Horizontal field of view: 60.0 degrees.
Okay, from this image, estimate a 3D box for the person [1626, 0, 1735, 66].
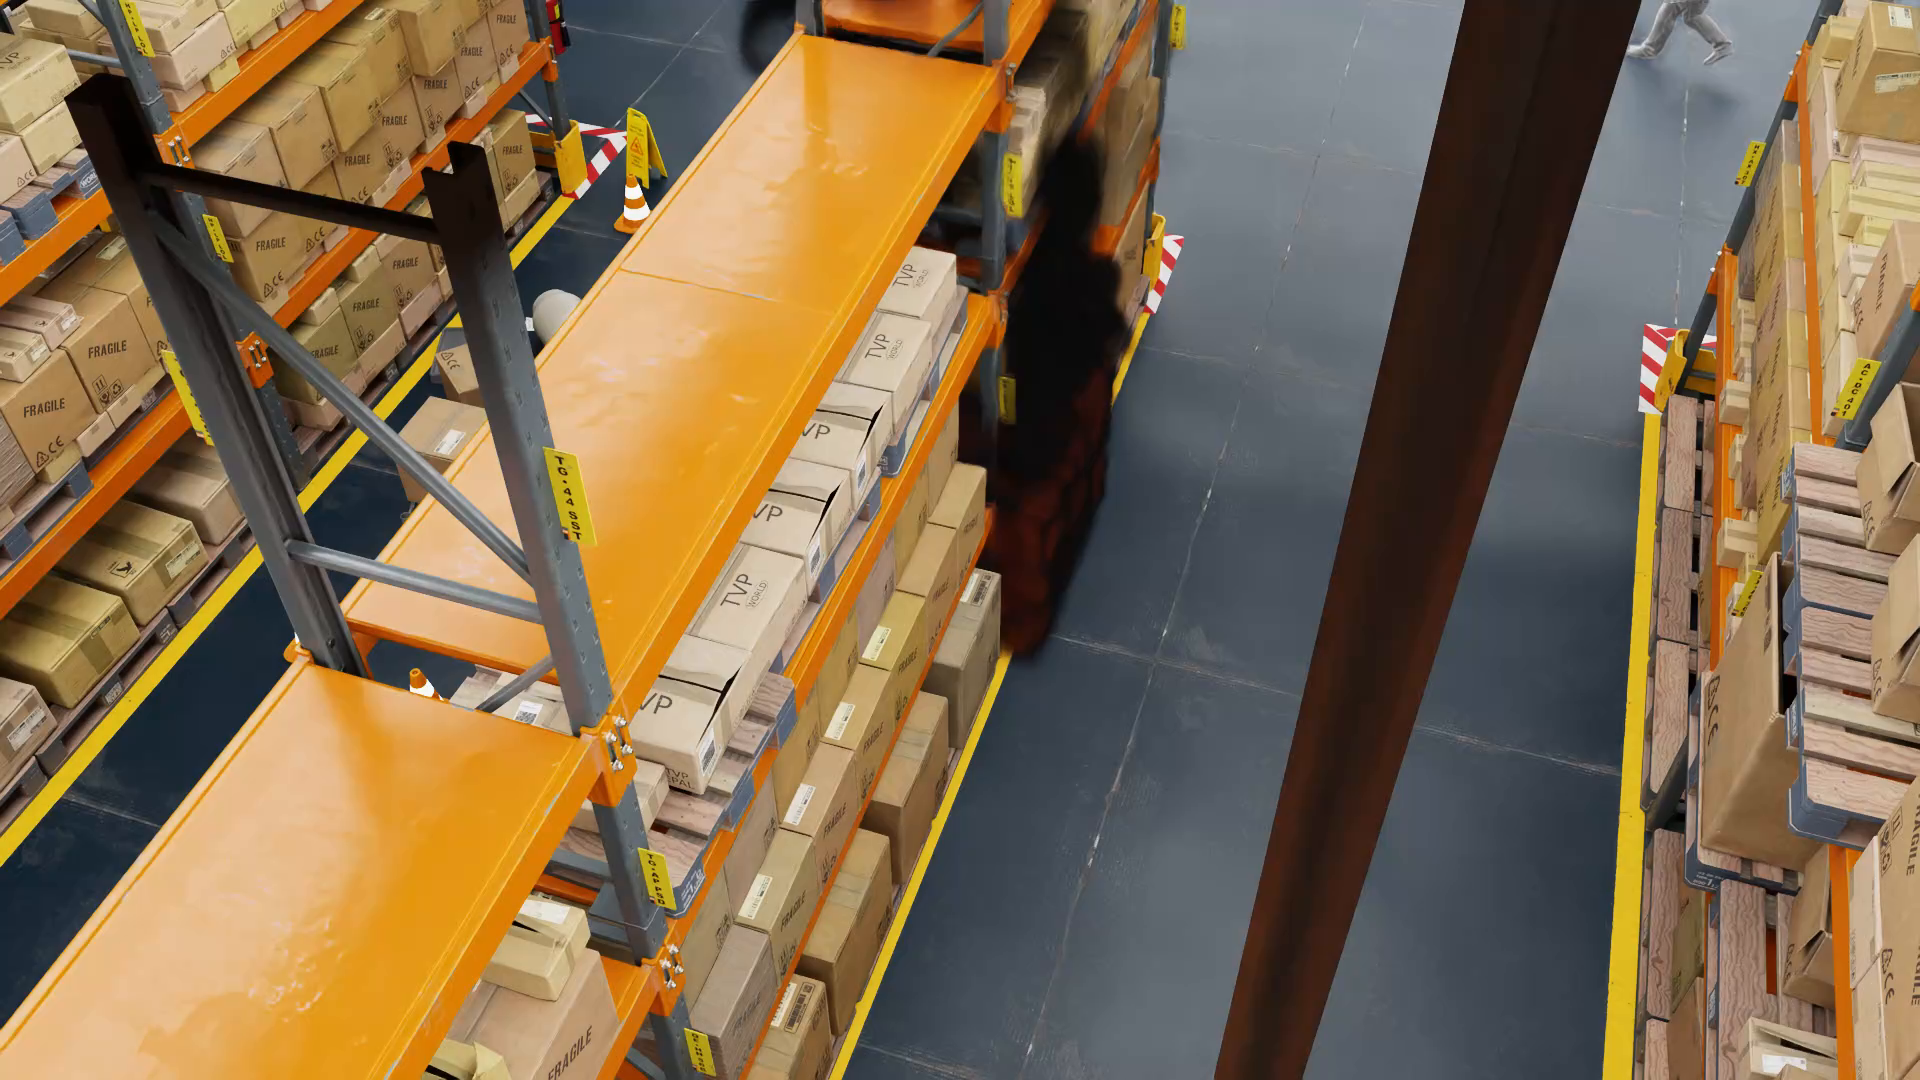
[{"bbox_3d":[6.589,-5.000,14.778,0.907,1.769,0.661,34,55,29],"label":"person"}]
